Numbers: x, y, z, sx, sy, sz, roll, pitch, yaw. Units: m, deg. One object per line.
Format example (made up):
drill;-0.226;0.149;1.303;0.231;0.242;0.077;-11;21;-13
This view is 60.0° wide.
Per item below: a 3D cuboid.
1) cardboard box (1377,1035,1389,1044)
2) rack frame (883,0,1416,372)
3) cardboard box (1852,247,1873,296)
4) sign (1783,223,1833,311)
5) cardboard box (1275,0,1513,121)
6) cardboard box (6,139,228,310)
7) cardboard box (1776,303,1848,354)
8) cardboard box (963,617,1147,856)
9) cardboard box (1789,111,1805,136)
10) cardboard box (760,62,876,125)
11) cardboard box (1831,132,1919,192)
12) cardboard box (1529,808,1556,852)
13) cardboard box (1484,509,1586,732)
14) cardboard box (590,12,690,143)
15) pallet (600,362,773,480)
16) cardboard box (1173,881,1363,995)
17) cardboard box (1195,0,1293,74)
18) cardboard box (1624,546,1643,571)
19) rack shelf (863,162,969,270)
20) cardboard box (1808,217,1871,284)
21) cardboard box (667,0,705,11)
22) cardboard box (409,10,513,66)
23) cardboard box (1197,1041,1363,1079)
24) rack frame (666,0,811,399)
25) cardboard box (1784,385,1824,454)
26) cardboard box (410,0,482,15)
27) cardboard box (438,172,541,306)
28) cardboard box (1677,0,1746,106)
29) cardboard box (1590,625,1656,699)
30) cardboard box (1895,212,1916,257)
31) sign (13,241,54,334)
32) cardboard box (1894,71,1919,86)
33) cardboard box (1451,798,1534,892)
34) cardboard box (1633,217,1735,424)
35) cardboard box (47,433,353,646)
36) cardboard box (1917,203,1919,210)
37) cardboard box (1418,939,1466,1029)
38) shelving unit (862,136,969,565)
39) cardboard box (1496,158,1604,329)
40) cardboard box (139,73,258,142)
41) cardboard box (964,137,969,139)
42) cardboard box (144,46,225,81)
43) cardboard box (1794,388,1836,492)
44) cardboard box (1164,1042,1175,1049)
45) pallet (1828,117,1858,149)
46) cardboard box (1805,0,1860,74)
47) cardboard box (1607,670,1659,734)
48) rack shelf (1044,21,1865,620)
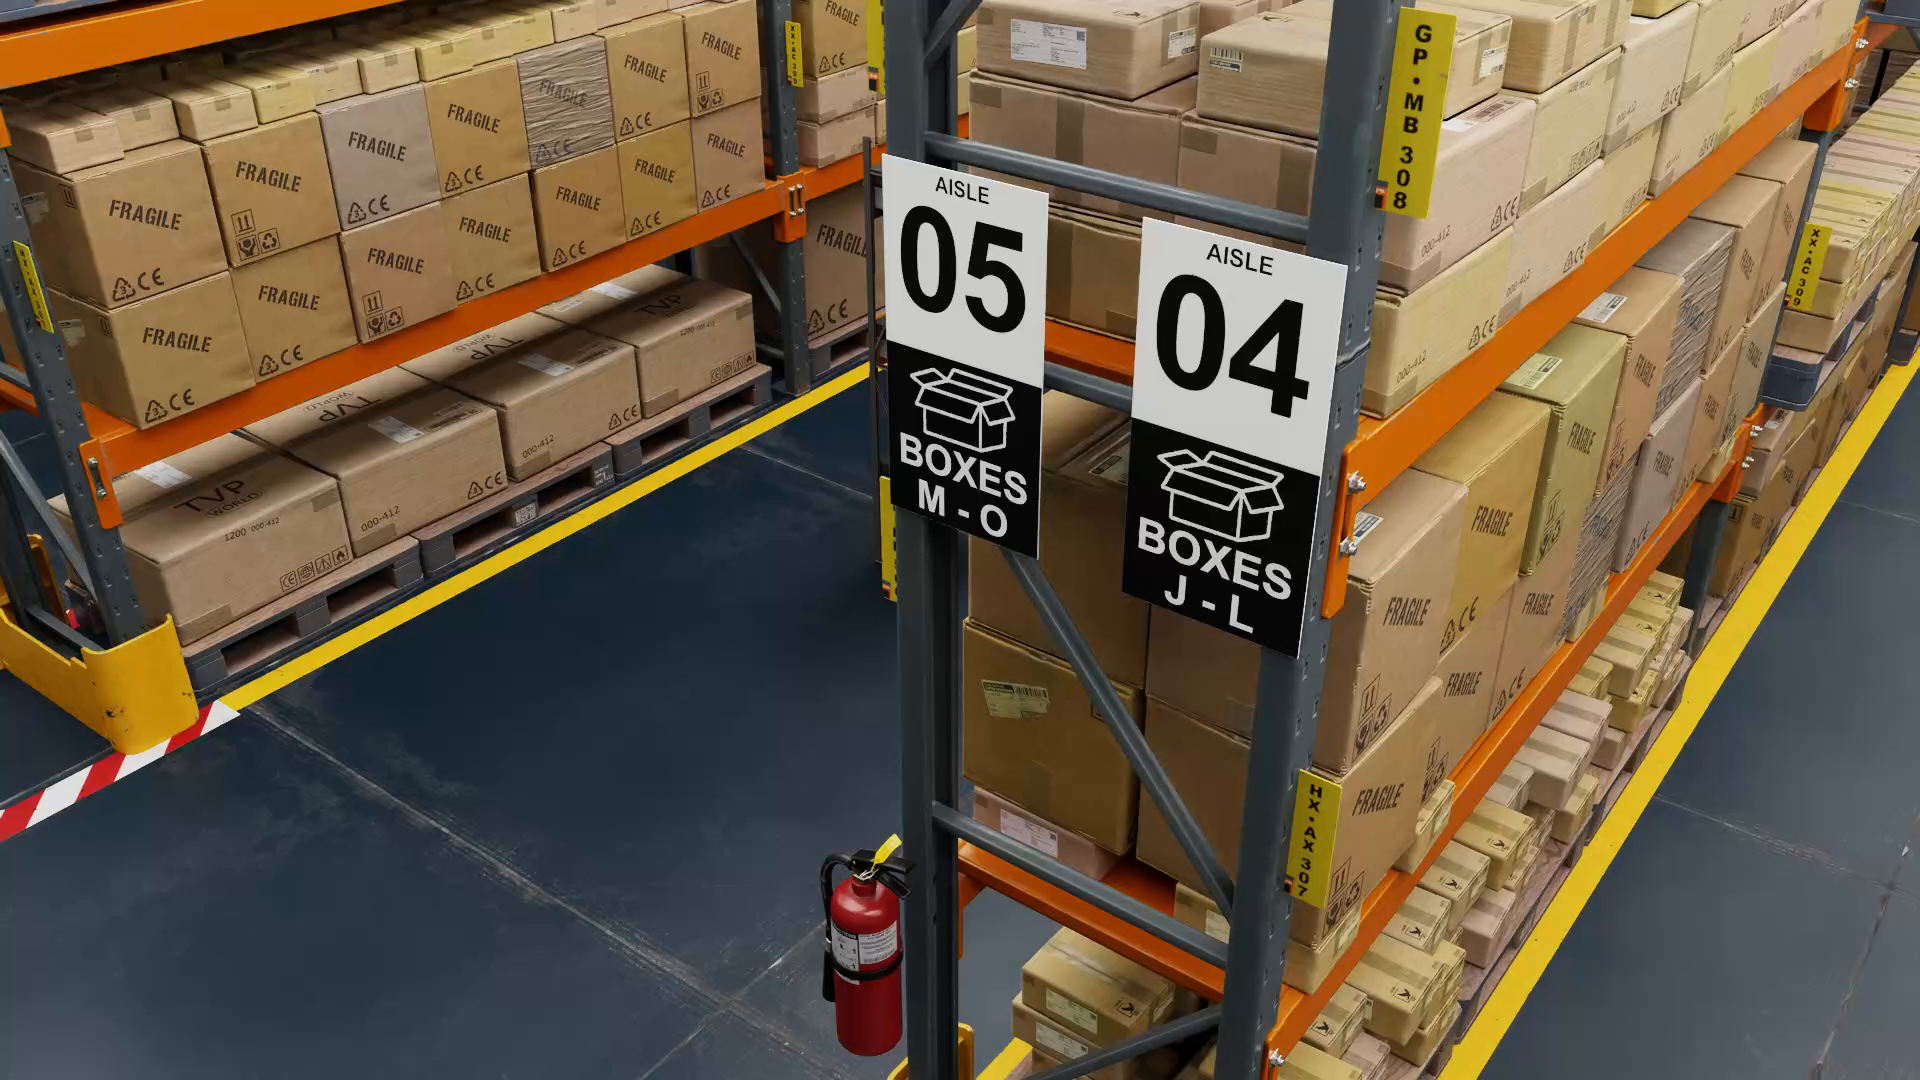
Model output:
cardboard box;1.097;1.519;5.129;0.380;0.149;0.250;22;37;32
rack frame;0.288;-1.759;2.391;1.000;3.000;0.127;21;37;31
cardboard box;3.462;-1.129;6.755;0.380;0.149;0.250;20;36;30
sign;3.140;-1.012;6.167;0.100;0.325;0.005;21;37;31
cardboard box;0.833;-0.950;3.234;0.380;0.149;0.250;23;38;33
cardboard box;-3.202;-1.241;6.323;0.500;0.500;0.500;20;36;30
cardboard box;3.307;-0.895;6.652;0.380;0.149;0.250;19;36;29
cardboard box;0.354;0.389;4.261;0.500;0.500;0.500;22;37;32
cardboard box;3.892;-2.095;8.094;0.380;0.149;0.250;22;37;33
cardboard box;-0.814;-2.529;9.231;0.500;0.250;0.500;20;36;30
cardboard box;4.087;-1.677;7.388;0.380;0.149;0.250;23;37;33
cardboard box;1.902;1.012;5.984;0.380;0.149;0.250;22;37;32
cardboard box;1.388;0.133;4.693;0.500;0.500;0.500;22;37;32
cardboard box;-1.682;-2.279;8.074;0.500;0.500;0.500;21;36;31
pallet;-1.826;-0.801;9.395;1.003;0.211;1.213;21;37;31
cardboard box;0.745;0.899;4.037;0.380;0.149;0.250;21;36;31
cardboard box;0.464;-1.092;3.475;0.380;0.149;0.250;22;37;32
cardboard box;2.124;-0.062;5.659;0.380;0.149;0.250;19;36;29
rack shelf;-0.100;-1.426;7.251;0.431;0.518;0.480;21;37;31
cardboard box;3.307;-1.151;6.501;0.380;0.149;0.250;23;38;34
cardboard box;-1.483;-2.741;8.218;0.380;0.149;0.250;22;37;32
cardboard box;-2.195;-2.210;7.323;0.380;0.149;0.250;21;37;31
cardboard box;0.875;1.504;4.572;0.380;0.149;0.250;19;36;29
rack frame;-1.305;-2.286;9.165;1.000;3.000;0.127;21;37;31
cardboard box;3.679;-0.668;7.739;0.500;0.250;0.500;22;37;33
cardboard box;-2.433;-2.455;7.736;0.380;0.149;0.250;21;37;31
cardboard box;-2.307;-1.434;7.629;0.500;0.500;0.500;22;37;33
cardboard box;1.693;-1.337;4.279;0.500;0.250;0.500;20;36;30
cardboard box;2.428;0.430;6.383;0.380;0.149;0.250;21;36;31
cardboard box;4.091;-1.427;7.551;0.380;0.149;0.250;20;36;30
sign;-3.280;-0.893;5.889;0.100;0.325;0.005;21;37;31
cardboard box;4.875;-2.210;8.288;0.380;0.149;0.250;22;37;33
cardboard box;1.654;0.963;5.484;0.380;0.149;0.250;22;37;32
cardboard box;2.007;-0.715;5.144;0.500;0.500;0.500;22;37;33
cardboard box;-3.401;-0.038;7.472;0.875;0.438;0.875;20;36;30
cardboard box;4.250;-1.659;7.650;0.380;0.149;0.250;20;36;30
cardboard box;1.338;1.315;5.182;0.380;0.149;0.250;22;37;33
shelving unit;-0.100;-0.836;7.601;0.431;2.100;0.503;21;37;31
cardboard box;1.084;-0.720;3.728;0.500;0.250;0.500;22;37;33
cardboard box;-2.934;-1.670;6.411;0.380;0.149;0.250;22;37;33
cardboard box;-0.455;-2.199;10.690;0.875;0.875;0.875;22;37;33
cardboard box;-3.255;-1.951;6.885;0.380;0.149;0.250;22;37;32
cardboard box;3.984;-0.560;8.293;0.500;0.500;0.500;22;37;32
cardboard box;0.514;1.454;5.239;0.380;0.149;0.250;22;37;33
pallet;4.772;-2.025;8.912;1.213;0.211;1.003;21;37;31
cardboard box;2.622;-1.747;5.461;0.500;0.250;0.500;22;37;32
cardboard box;2.465;0.568;6.442;0.380;0.149;0.250;20;36;30
rack shelf;1.495;-0.972;4.711;1.077;0.370;4.000;21;37;31
